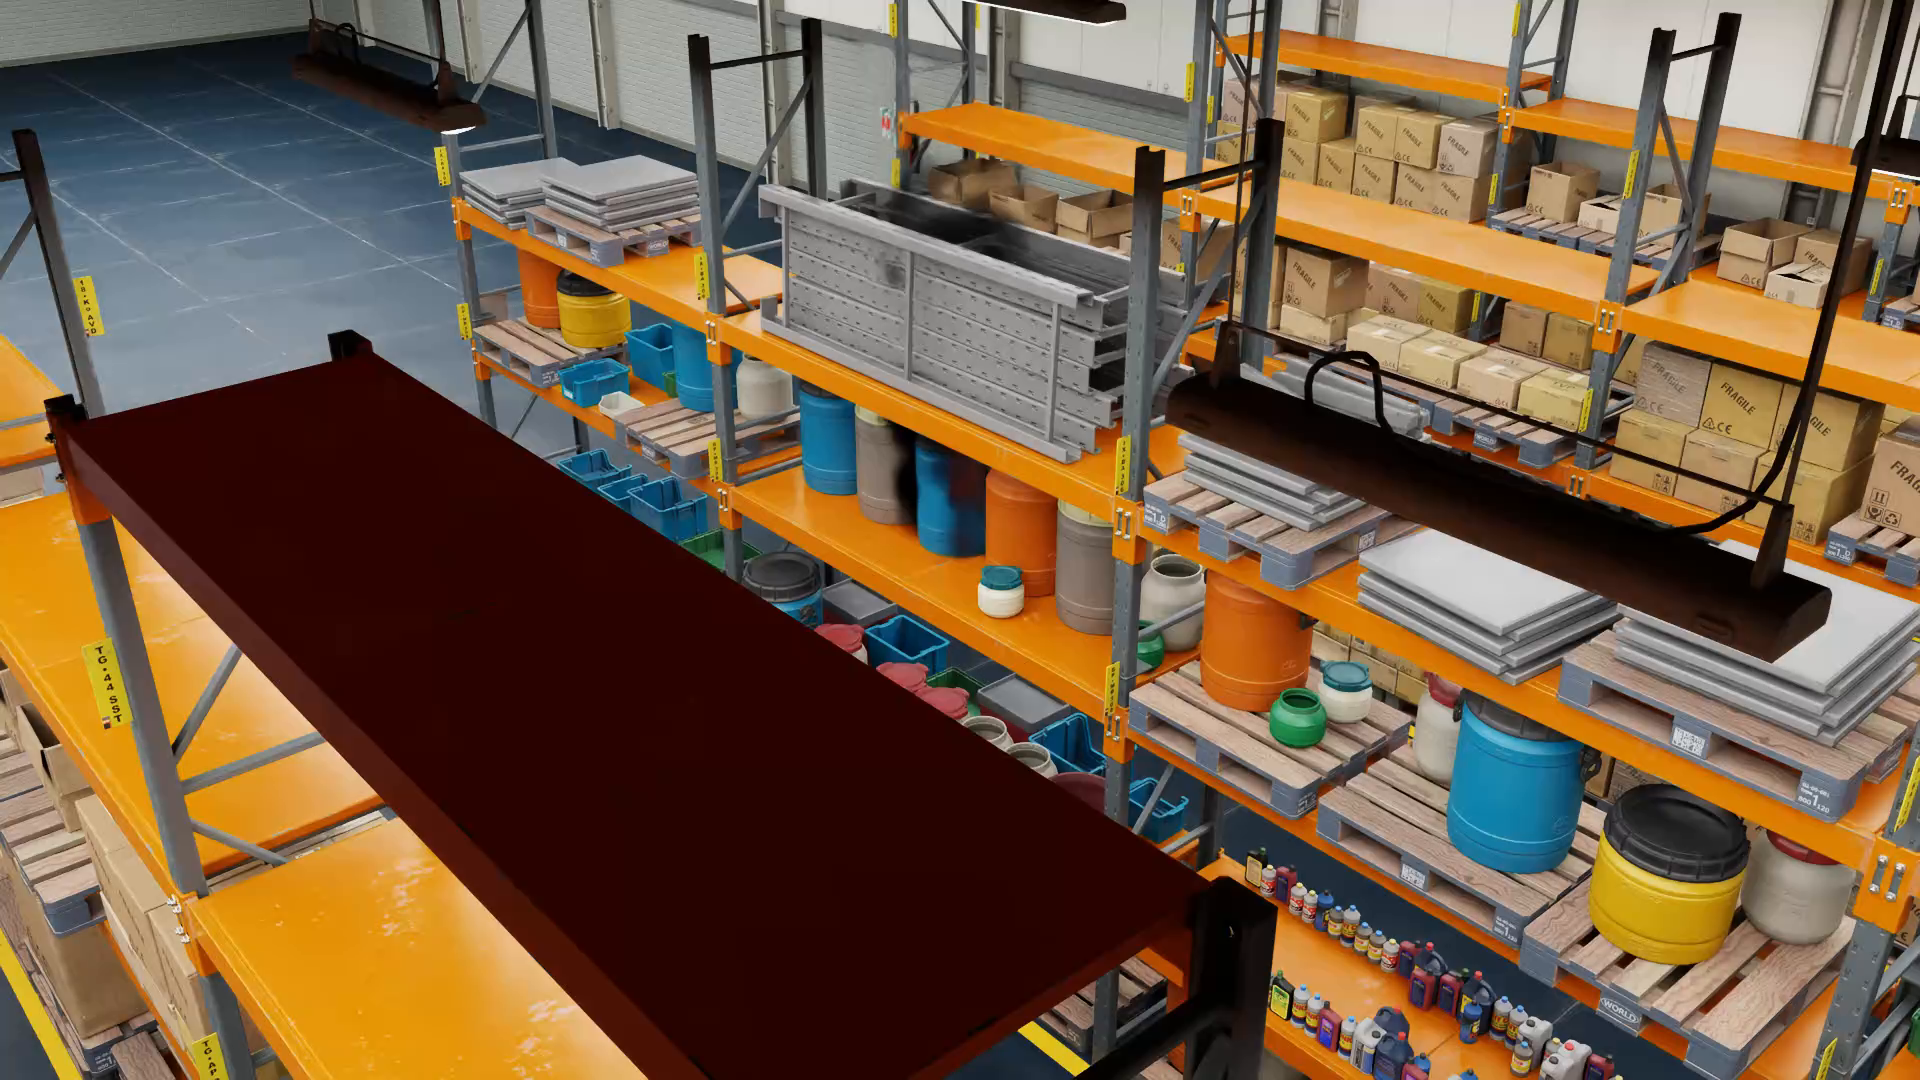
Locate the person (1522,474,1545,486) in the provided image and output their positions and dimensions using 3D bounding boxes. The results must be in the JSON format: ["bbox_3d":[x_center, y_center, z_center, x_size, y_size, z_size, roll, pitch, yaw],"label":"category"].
[{"bbox_3d":[5.267,0.058,15.749,0.503,1.555,0.493,-24,36,-39],"label":"person"}]
